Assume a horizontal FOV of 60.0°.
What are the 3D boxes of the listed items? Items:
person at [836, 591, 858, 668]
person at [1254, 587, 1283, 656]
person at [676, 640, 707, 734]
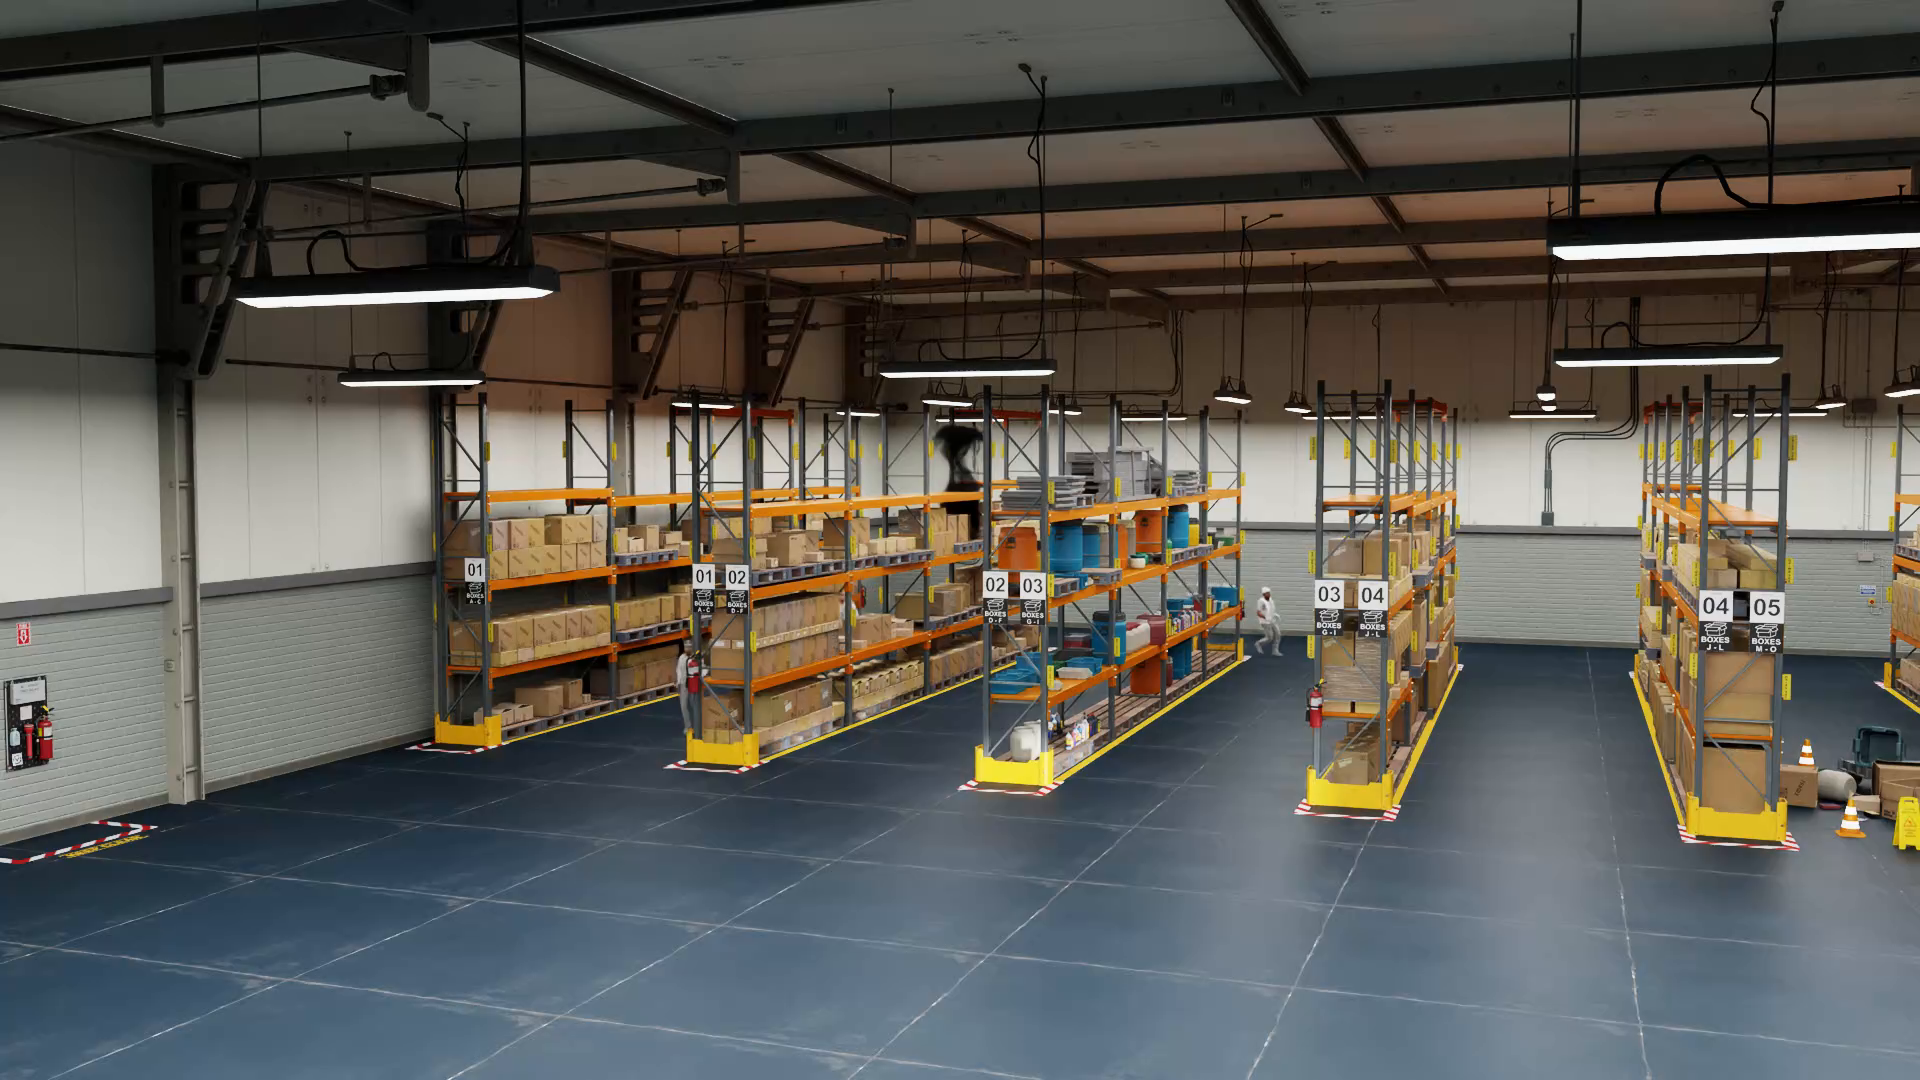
[{"bbox_3d":[-2.732,2.068,38.916,0.711,1.765,0.880,1,3,17],"label":"person"},{"bbox_3d":[7.460,1.989,40.541,0.678,1.723,0.725,3,4,43],"label":"person"},{"bbox_3d":[-4.808,2.600,29.803,0.599,1.675,0.777,1,3,11],"label":"person"}]
